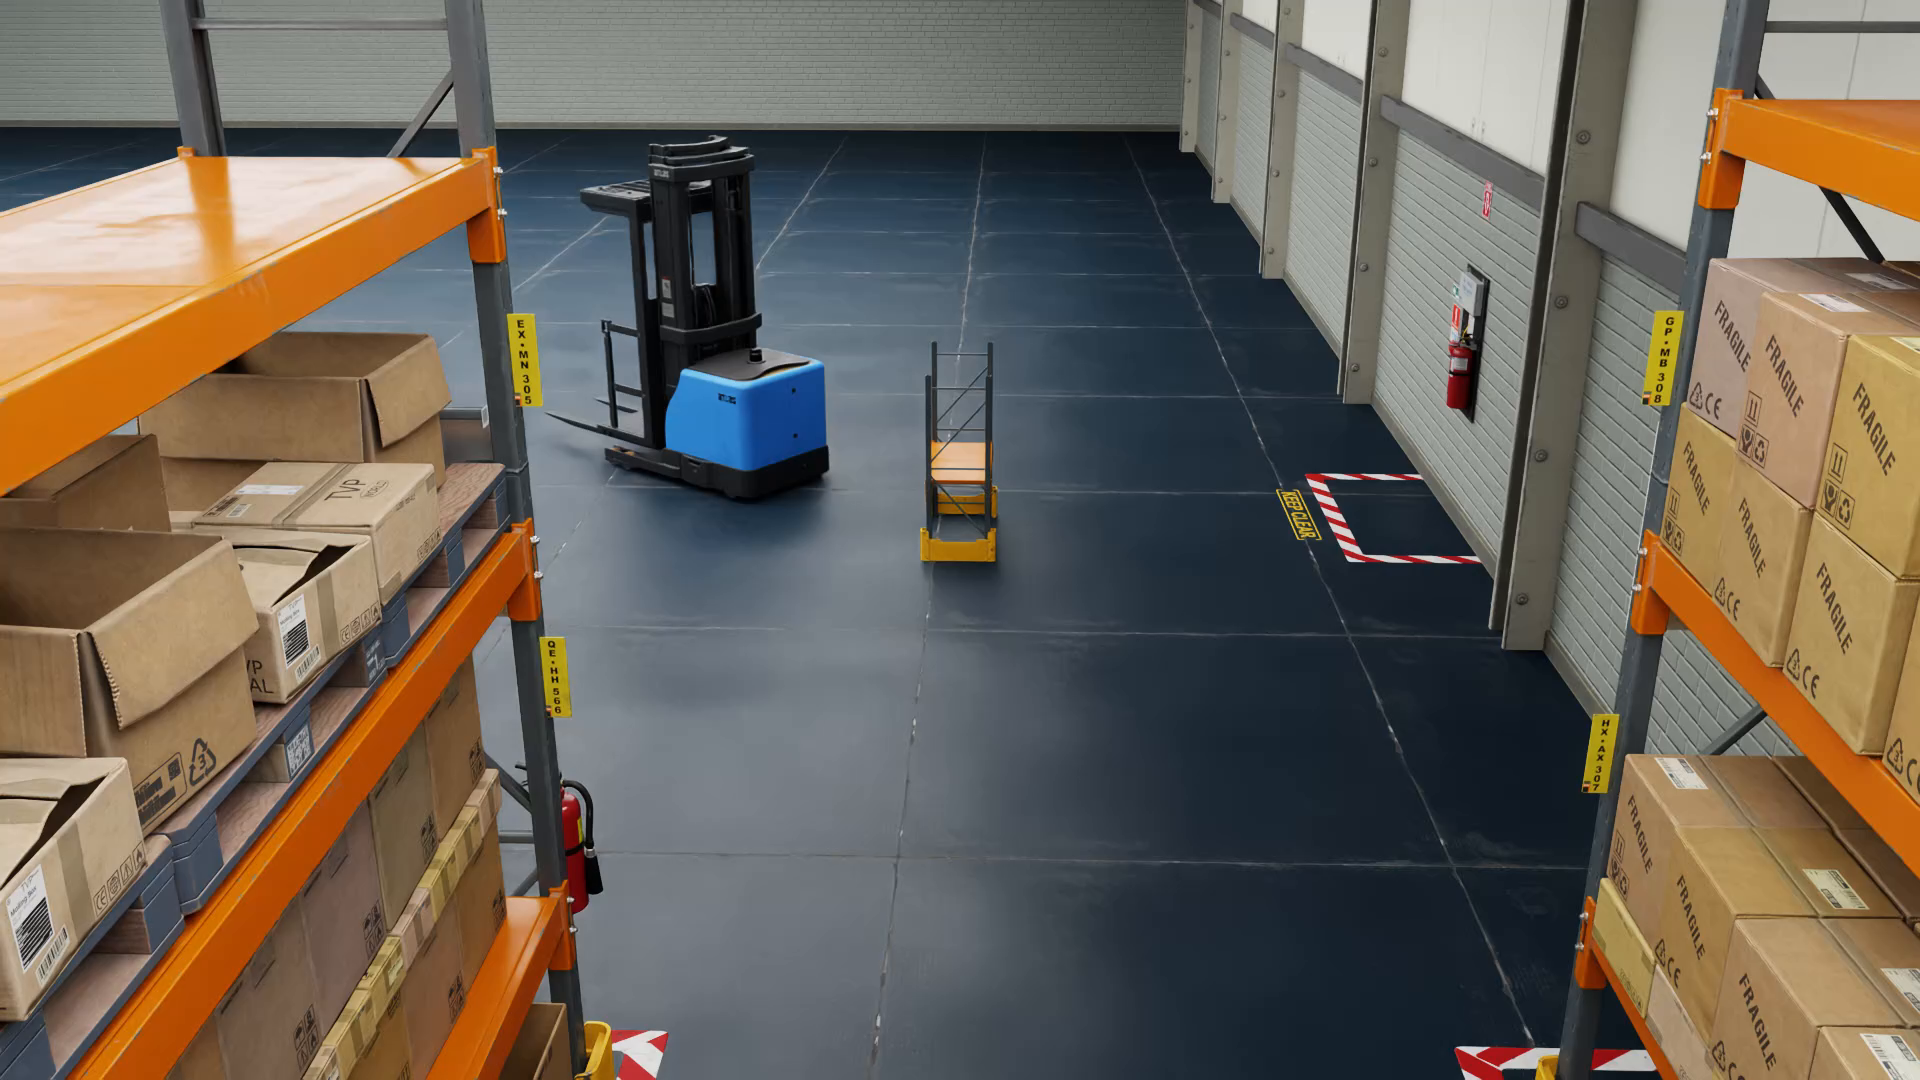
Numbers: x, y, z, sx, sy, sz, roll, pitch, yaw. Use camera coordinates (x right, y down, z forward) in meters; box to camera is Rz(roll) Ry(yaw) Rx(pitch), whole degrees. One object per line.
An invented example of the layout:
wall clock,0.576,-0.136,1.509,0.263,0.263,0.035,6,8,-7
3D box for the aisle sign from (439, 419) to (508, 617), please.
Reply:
aisle sign,-1.743,-0.085,6.008,0.394,0.787,0.004,1,21,2

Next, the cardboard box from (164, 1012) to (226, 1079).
cardboard box,-2.123,1.418,3.797,0.700,0.500,0.500,1,21,2

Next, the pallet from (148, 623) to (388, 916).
pallet,-2.120,0.488,4.101,1.003,0.211,1.213,1,21,2

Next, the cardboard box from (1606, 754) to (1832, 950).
cardboard box,2.598,1.081,5.740,0.500,0.500,0.500,1,21,2

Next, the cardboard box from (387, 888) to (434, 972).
cardboard box,-1.884,1.217,5.212,0.380,0.149,0.250,1,21,2

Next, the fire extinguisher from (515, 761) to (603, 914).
fire extinguisher,-1.570,1.146,6.536,0.296,0.674,0.183,1,21,2

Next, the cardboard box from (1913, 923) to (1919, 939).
cardboard box,3.075,1.453,4.780,0.500,0.500,0.500,0,21,0

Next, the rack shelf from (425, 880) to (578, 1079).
rack shelf,-2.099,2.206,4.692,1.077,0.370,4.000,1,21,2

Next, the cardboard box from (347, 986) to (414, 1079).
cardboard box,-2.097,1.639,5.021,0.700,0.500,0.500,1,21,2

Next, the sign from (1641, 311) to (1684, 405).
sign,2.371,-0.611,5.603,0.100,0.325,0.005,1,21,2

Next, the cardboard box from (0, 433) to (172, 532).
cardboard box,-2.362,0.039,4.224,0.500,0.500,0.500,1,21,2

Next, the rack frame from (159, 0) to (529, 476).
rack frame,-2.038,-1.650,5.340,1.000,3.000,0.127,1,21,2

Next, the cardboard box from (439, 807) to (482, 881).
cardboard box,-1.866,1.033,5.685,0.380,0.149,0.250,1,21,3

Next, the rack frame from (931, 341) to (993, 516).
rack frame,0.018,-0.914,13.811,0.500,1.500,0.032,1,21,2

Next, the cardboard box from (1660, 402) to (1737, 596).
cardboard box,2.653,-0.136,5.420,0.500,0.500,0.500,1,21,3

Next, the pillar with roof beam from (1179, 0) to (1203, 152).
pillar with roof beam,0.366,-12.228,32.604,9.100,9.000,0.400,1,21,2

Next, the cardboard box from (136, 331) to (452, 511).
cardboard box,-2.060,-0.353,5.228,0.797,0.503,0.637,2,21,5

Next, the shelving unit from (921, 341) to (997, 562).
shelving unit,0.002,-0.727,13.329,0.587,1.500,1.083,1,21,2

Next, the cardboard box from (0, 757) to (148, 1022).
cardboard box,-1.865,0.601,3.035,0.500,0.311,0.500,-1,21,-1

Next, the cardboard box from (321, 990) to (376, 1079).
cardboard box,-1.897,1.407,4.722,0.380,0.149,0.250,1,21,3

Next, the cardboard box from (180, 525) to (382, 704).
cardboard box,-1.827,0.150,4.199,0.500,0.311,0.500,3,21,8

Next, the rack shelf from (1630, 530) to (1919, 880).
rack shelf,2.852,0.860,4.012,1.077,0.370,4.000,1,21,2

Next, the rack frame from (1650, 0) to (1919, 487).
rack frame,2.913,-1.596,5.203,1.000,3.000,0.127,1,21,2

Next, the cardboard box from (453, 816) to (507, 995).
cardboard box,-2.065,1.269,5.973,0.700,0.500,0.500,1,21,2

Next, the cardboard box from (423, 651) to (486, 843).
cardboard box,-2.067,0.684,5.689,0.700,0.500,0.500,1,21,2

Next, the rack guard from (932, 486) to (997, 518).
rack guard,0.017,-0.324,14.019,0.587,0.250,0.087,1,21,2

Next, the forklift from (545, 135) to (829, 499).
forklift,-2.637,-2.141,14.995,3.031,2.935,1.130,17,27,36

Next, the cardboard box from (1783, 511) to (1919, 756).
cardboard box,2.589,0.246,4.436,0.500,0.500,0.500,2,21,4

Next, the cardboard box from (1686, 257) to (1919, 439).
cardboard box,2.659,-0.583,5.191,0.500,0.500,0.500,-1,21,-2

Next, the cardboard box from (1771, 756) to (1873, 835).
cardboard box,3.111,1.084,5.731,0.500,0.500,0.500,0,21,1

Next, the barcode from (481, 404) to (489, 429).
barcode,-1.565,-0.407,5.483,0.001,0.075,0.075,1,21,2

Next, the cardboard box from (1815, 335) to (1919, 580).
cardboard box,2.588,-0.217,4.247,0.500,0.500,0.500,1,21,3

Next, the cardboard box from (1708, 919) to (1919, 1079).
cardboard box,2.551,1.446,4.798,0.500,0.500,0.500,0,21,0

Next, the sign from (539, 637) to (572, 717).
sign,-1.496,0.508,6.145,0.100,0.325,0.005,1,21,2

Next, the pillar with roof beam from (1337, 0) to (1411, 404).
pillar with roof beam,-0.182,-5.720,15.831,9.100,9.000,0.400,1,21,2

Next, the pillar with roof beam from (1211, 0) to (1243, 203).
pillar with roof beam,0.183,-10.059,27.013,9.100,9.000,0.400,1,21,2

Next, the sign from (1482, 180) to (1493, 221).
sign,4.152,-2.682,13.090,0.001,0.298,0.199,1,21,2

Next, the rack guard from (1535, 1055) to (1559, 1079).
rack guard,2.911,2.393,6.670,1.175,0.500,0.348,1,21,2

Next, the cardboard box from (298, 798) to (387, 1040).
cardboard box,-2.092,1.056,4.729,0.700,0.500,0.500,1,21,2

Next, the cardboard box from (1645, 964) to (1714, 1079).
cardboard box,2.579,1.622,5.382,0.500,0.250,0.500,0,21,0

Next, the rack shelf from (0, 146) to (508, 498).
rack shelf,-2.099,-0.405,3.679,1.077,0.370,4.000,1,21,2
